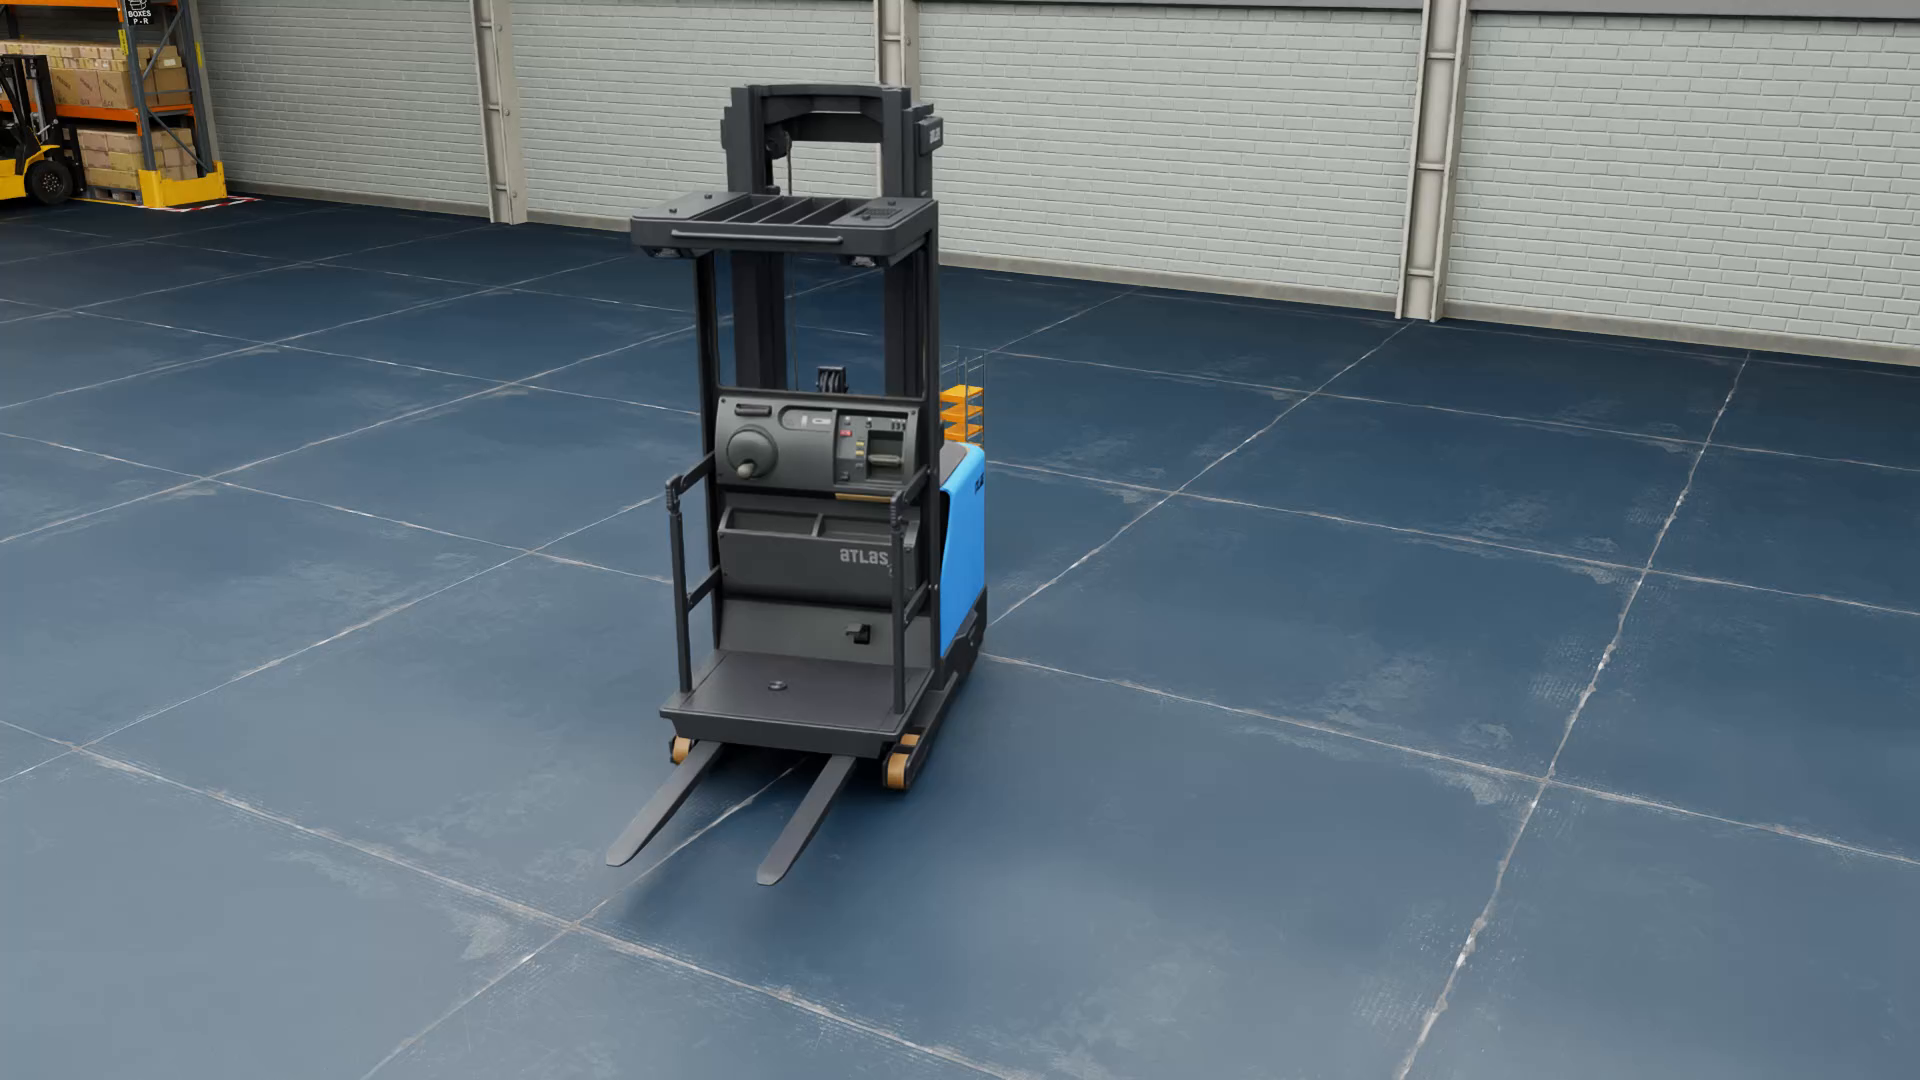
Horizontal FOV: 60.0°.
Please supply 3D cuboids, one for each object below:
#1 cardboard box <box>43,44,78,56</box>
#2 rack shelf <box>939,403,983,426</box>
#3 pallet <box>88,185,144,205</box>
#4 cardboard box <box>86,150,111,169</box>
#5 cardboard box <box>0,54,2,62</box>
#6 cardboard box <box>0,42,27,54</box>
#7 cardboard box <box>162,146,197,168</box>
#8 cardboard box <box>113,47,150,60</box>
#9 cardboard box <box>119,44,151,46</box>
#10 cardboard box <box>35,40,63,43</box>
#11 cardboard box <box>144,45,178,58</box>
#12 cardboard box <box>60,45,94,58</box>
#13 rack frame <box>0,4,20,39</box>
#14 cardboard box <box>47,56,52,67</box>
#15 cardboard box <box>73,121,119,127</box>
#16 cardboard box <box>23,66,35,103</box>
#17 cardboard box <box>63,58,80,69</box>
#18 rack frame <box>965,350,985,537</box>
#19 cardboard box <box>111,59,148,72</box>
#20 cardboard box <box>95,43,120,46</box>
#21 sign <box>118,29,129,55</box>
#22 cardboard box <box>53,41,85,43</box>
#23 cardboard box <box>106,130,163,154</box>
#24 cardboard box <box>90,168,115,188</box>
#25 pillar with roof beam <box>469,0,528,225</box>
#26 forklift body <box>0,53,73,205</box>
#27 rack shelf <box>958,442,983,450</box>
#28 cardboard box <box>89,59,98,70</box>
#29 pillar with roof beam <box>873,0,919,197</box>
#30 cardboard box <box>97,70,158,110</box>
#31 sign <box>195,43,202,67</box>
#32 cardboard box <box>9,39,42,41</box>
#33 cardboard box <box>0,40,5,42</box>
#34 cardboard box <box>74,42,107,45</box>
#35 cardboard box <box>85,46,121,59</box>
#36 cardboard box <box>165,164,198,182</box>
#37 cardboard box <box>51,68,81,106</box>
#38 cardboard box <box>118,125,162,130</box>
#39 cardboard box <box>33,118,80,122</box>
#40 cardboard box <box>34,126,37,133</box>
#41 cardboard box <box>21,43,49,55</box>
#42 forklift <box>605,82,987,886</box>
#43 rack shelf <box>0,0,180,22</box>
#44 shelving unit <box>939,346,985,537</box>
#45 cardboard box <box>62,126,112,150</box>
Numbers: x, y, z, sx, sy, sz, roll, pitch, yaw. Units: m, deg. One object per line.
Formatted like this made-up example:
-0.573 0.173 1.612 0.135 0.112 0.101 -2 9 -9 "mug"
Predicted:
-12.767 -6.963 23.629 0.250 0.149 0.380 11 23 28 "cardboard box"
0.013 -0.745 10.087 0.180 0.103 0.258 11 23 27 "rack shelf"
-11.698 -5.025 23.909 1.213 0.211 1.003 11 23 27 "pallet"
-12.020 -5.436 23.635 0.500 0.250 0.500 11 22 27 "cardboard box"
-13.705 -6.967 24.074 0.250 0.149 0.380 11 23 28 "cardboard box"
-13.694 -7.107 24.026 0.250 0.149 0.380 11 23 28 "cardboard box"
-11.319 -5.501 23.816 0.500 0.250 0.500 11 23 28 "cardboard box"
-11.425 -6.710 22.931 0.250 0.149 0.380 11 23 27 "cardboard box"
-11.648 -6.926 23.526 0.250 0.149 0.380 11 23 28 "cardboard box"
-13.390 -7.298 24.552 0.250 0.149 0.380 10 22 26 "cardboard box"
-11.199 -6.833 23.269 0.250 0.149 0.380 10 22 26 "cardboard box"
-12.360 -6.851 23.319 0.250 0.149 0.380 11 23 29 "cardboard box"
-14.502 -6.887 24.952 0.127 3.000 1.000 11 23 27 "rack frame"
-12.755 -6.822 23.676 0.250 0.149 0.380 11 22 27 "cardboard box"
-12.650 -5.988 24.425 0.500 0.250 0.500 10 22 26 "cardboard box"
-13.336 -6.617 24.060 0.500 0.500 0.500 11 22 27 "cardboard box"
-12.350 -6.718 23.388 0.250 0.149 0.380 10 22 26 "cardboard box"
0.093 -0.546 10.112 0.006 1.200 0.240 11 23 27 "rack frame"
-11.449 -6.548 22.919 0.250 0.149 0.380 11 23 28 "cardboard box"
-12.099 -7.008 23.752 0.250 0.149 0.380 12 23 29 "cardboard box"
-11.286 -6.718 22.441 0.005 0.325 0.100 11 23 27 "sign"
-12.973 -7.193 24.261 0.250 0.149 0.380 11 22 27 "cardboard box"
-11.564 -5.580 23.300 0.500 0.250 0.500 12 23 29 "cardboard box"
-12.003 -5.196 23.707 0.500 0.250 0.500 11 23 27 "cardboard box"
-8.039 -7.146 16.870 0.400 9.000 9.100 11 23 27 "pillar with roof beam"
-13.555 -5.595 22.635 1.214 2.155 2.313 11 23 27 "forklift body"
0.013 -0.520 10.169 0.180 0.103 0.258 11 23 27 "rack shelf"
-11.883 -6.643 23.181 0.250 0.149 0.380 11 23 28 "cardboard box"
-2.801 -6.149 14.119 0.400 9.000 9.100 11 23 27 "pillar with roof beam"
-11.567 -6.272 23.111 0.500 0.500 0.500 10 22 26 "cardboard box"
-10.734 -6.830 23.409 0.005 0.325 0.100 11 23 27 "sign"
-13.877 -7.361 24.726 0.250 0.149 0.380 10 22 26 "cardboard box"
-14.087 -7.226 24.352 0.250 0.149 0.380 11 23 28 "cardboard box"
-12.535 -7.098 24.001 0.250 0.149 0.380 11 23 28 "cardboard box"
-11.897 -6.777 23.116 0.250 0.149 0.380 11 23 28 "cardboard box"
-11.343 -5.266 23.901 0.500 0.250 0.500 11 23 28 "cardboard box"
-12.463 -6.446 23.591 0.500 0.500 0.500 10 22 26 "cardboard box"
-11.775 -5.815 23.946 0.500 0.250 0.500 11 23 27 "cardboard box"
-13.528 -6.158 24.892 0.500 0.250 0.500 10 22 27 "cardboard box"
-13.351 -5.920 24.238 0.500 0.250 0.500 12 23 29 "cardboard box"
-13.205 -7.047 23.858 0.250 0.149 0.380 11 23 27 "cardboard box"
-0.686 -0.415 7.211 1.130 2.935 3.031 4 20 12 "forklift"
-12.756 -7.626 23.646 4.000 0.370 1.077 11 23 27 "rack shelf"
0.013 -0.562 10.154 0.189 1.200 0.258 11 23 27 "shelving unit"
-12.458 -5.744 23.752 0.500 0.250 0.500 11 23 28 "cardboard box"
